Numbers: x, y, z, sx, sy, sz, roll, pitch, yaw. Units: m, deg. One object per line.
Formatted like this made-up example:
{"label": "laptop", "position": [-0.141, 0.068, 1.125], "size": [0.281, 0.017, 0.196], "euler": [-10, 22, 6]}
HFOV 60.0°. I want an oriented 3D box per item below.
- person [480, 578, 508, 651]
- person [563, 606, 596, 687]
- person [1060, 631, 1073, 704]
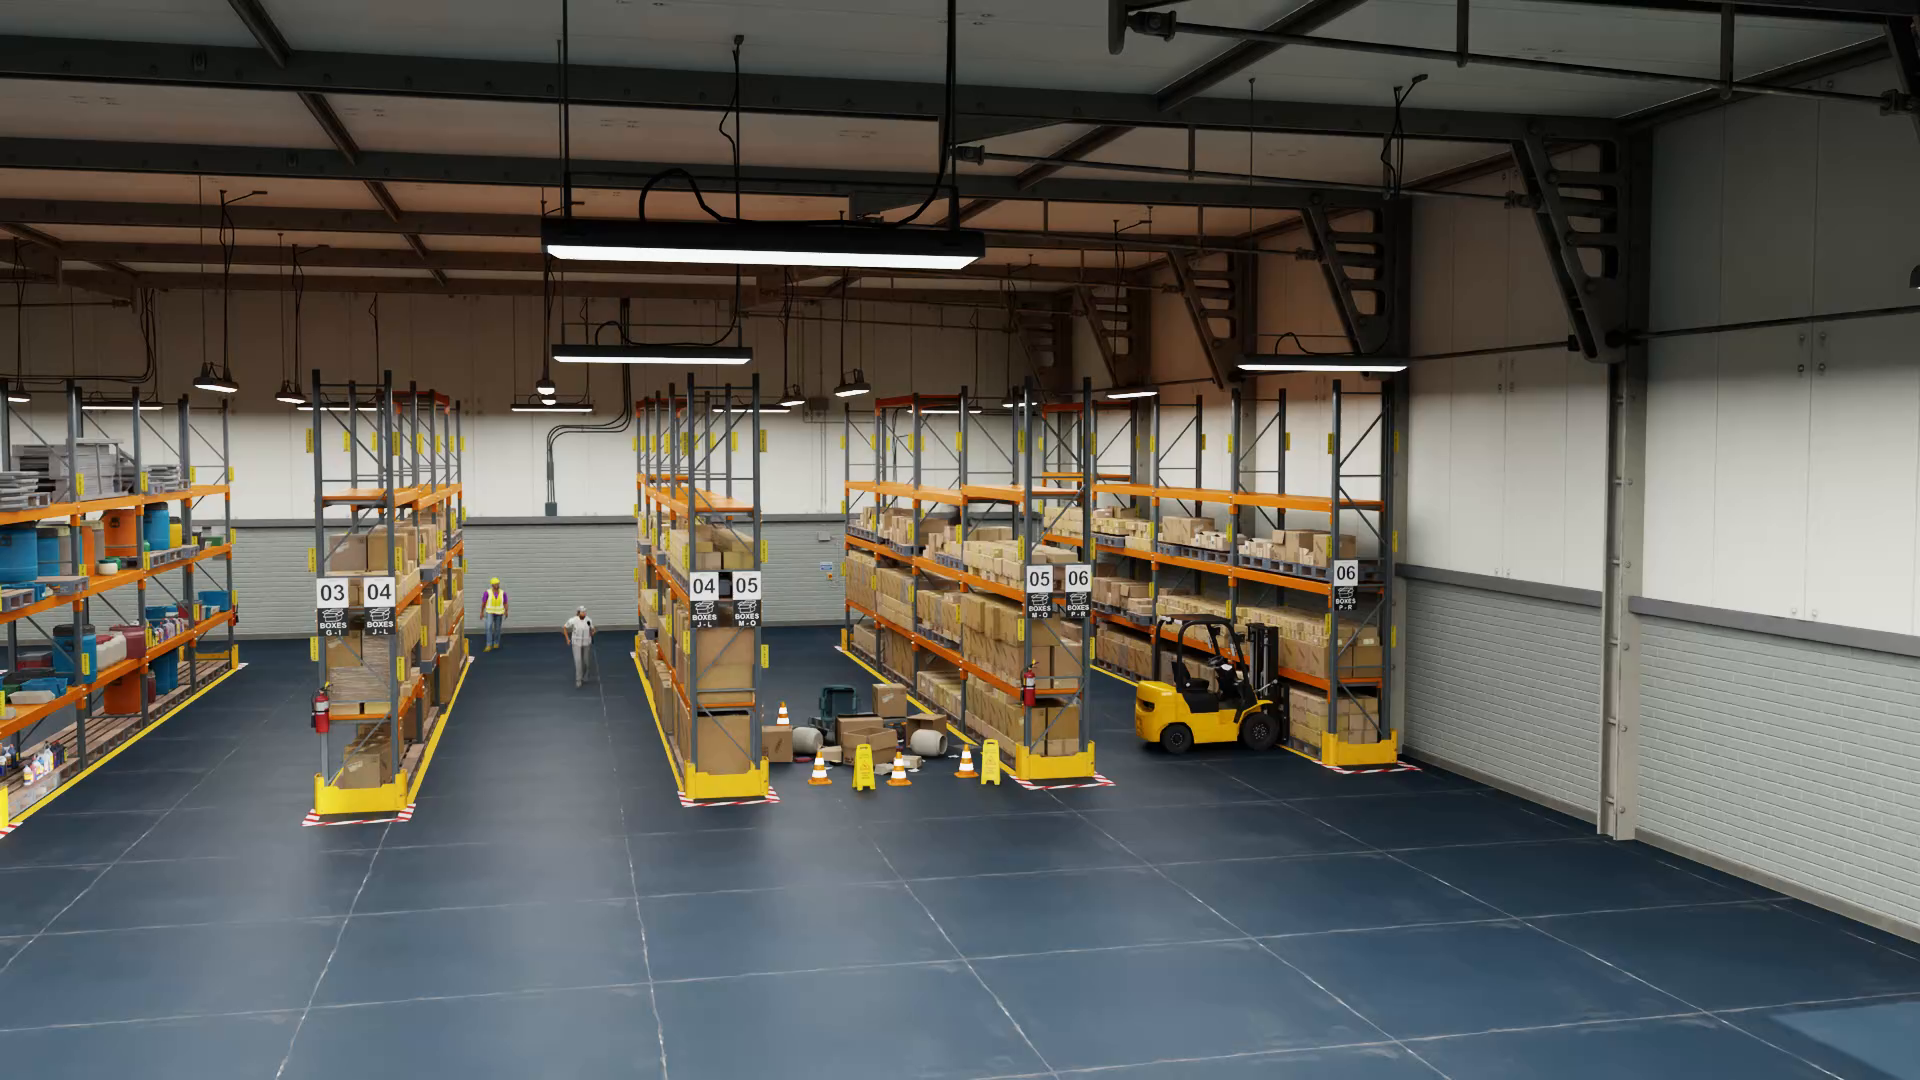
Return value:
{"label": "person", "position": [-11.300, 1.789, 40.294], "size": [0.666, 1.734, 0.818], "euler": [0, 3, -8]}
{"label": "person", "position": [-7.875, 2.167, 34.415], "size": [0.655, 1.620, 1.028], "euler": [-1, 3, -12]}
{"label": "person", "position": [1.801, 2.455, 30.724], "size": [0.530, 1.565, 0.456], "euler": [3, 4, 41]}
